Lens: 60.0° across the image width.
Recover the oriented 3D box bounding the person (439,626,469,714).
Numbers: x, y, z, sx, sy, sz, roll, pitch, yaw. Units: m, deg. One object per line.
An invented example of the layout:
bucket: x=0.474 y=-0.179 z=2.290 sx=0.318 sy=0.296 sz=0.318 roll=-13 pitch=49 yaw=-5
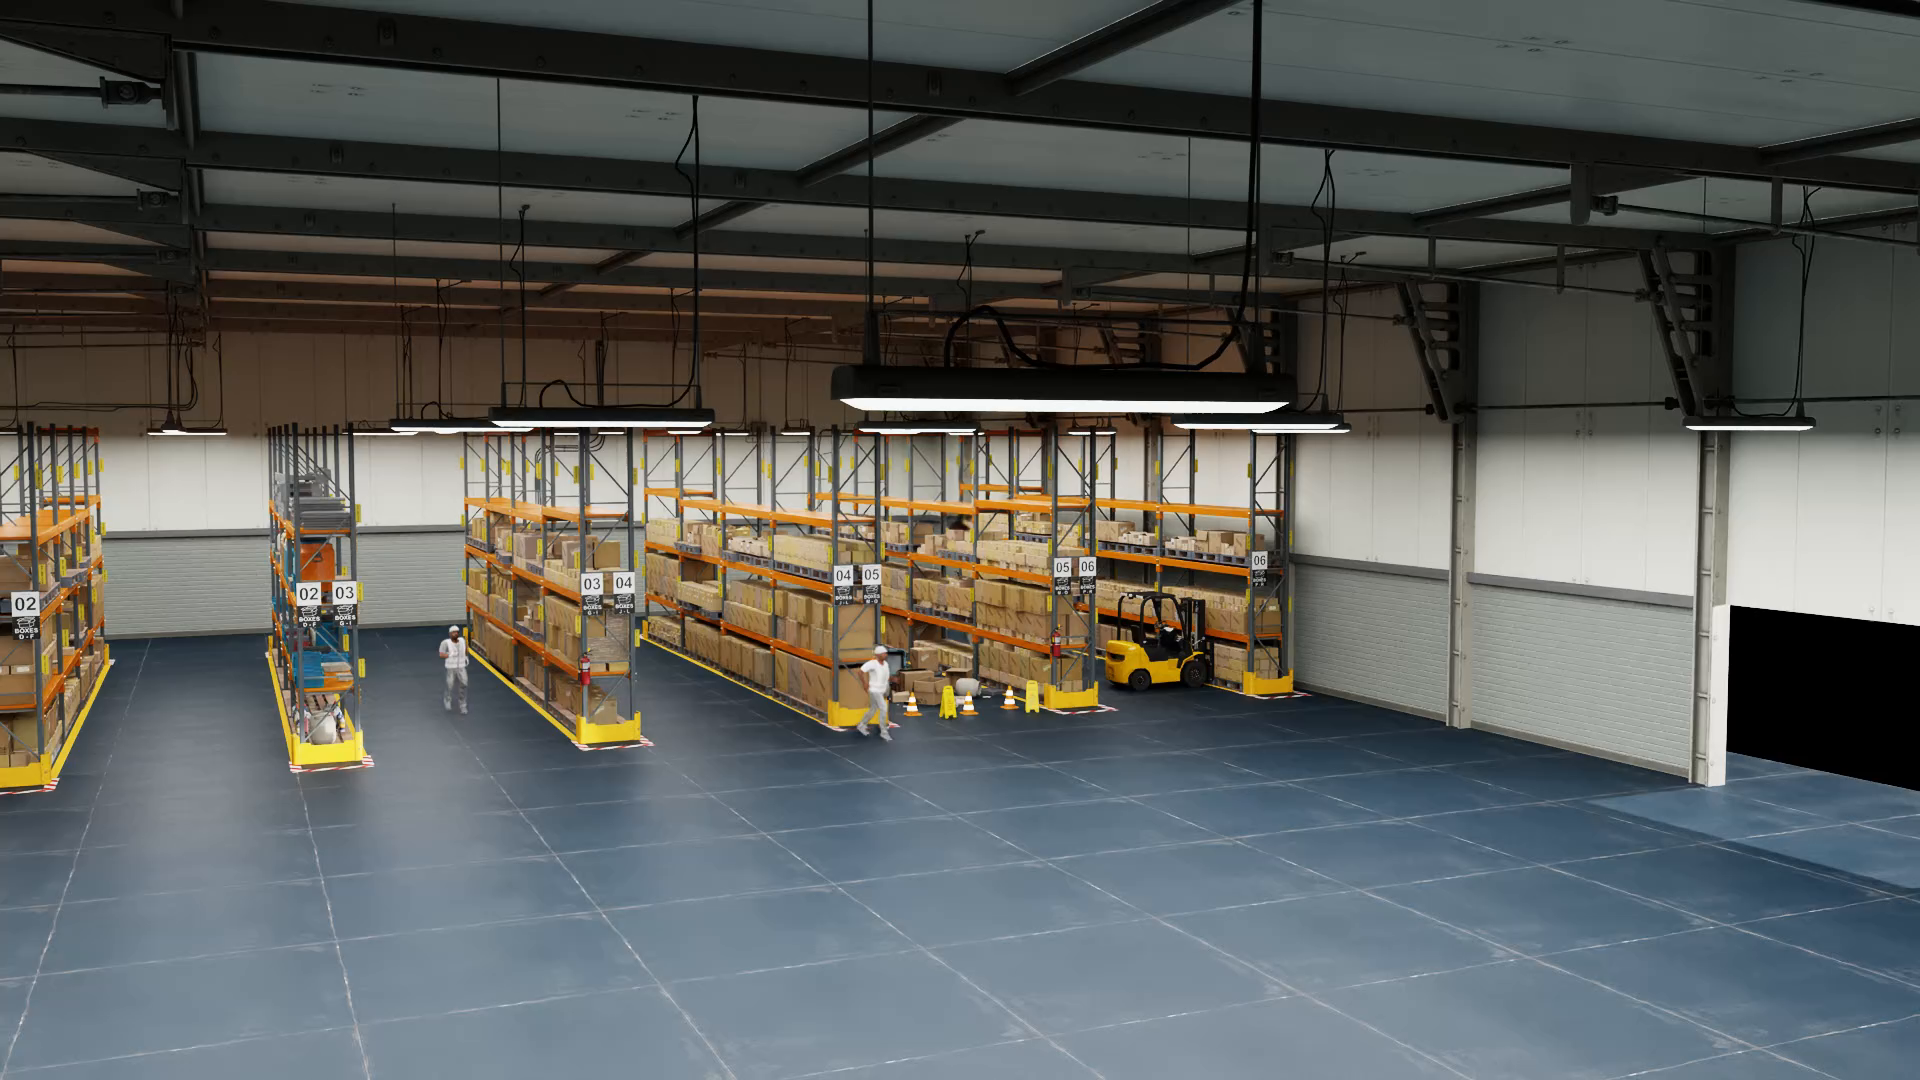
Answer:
person: x=-10.554 y=2.706 z=34.722 sx=0.704 sy=1.851 sz=0.796 roll=-3 pitch=4 yaw=-36

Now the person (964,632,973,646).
person: x=0.334 y=2.125 z=45.332 sx=0.570 sy=1.633 sz=0.602 roll=-2 pitch=4 yaw=-32

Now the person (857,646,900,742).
person: x=-1.589 y=2.911 z=31.687 sx=0.893 sy=1.801 sz=0.632 roll=2 pitch=4 yaw=24
